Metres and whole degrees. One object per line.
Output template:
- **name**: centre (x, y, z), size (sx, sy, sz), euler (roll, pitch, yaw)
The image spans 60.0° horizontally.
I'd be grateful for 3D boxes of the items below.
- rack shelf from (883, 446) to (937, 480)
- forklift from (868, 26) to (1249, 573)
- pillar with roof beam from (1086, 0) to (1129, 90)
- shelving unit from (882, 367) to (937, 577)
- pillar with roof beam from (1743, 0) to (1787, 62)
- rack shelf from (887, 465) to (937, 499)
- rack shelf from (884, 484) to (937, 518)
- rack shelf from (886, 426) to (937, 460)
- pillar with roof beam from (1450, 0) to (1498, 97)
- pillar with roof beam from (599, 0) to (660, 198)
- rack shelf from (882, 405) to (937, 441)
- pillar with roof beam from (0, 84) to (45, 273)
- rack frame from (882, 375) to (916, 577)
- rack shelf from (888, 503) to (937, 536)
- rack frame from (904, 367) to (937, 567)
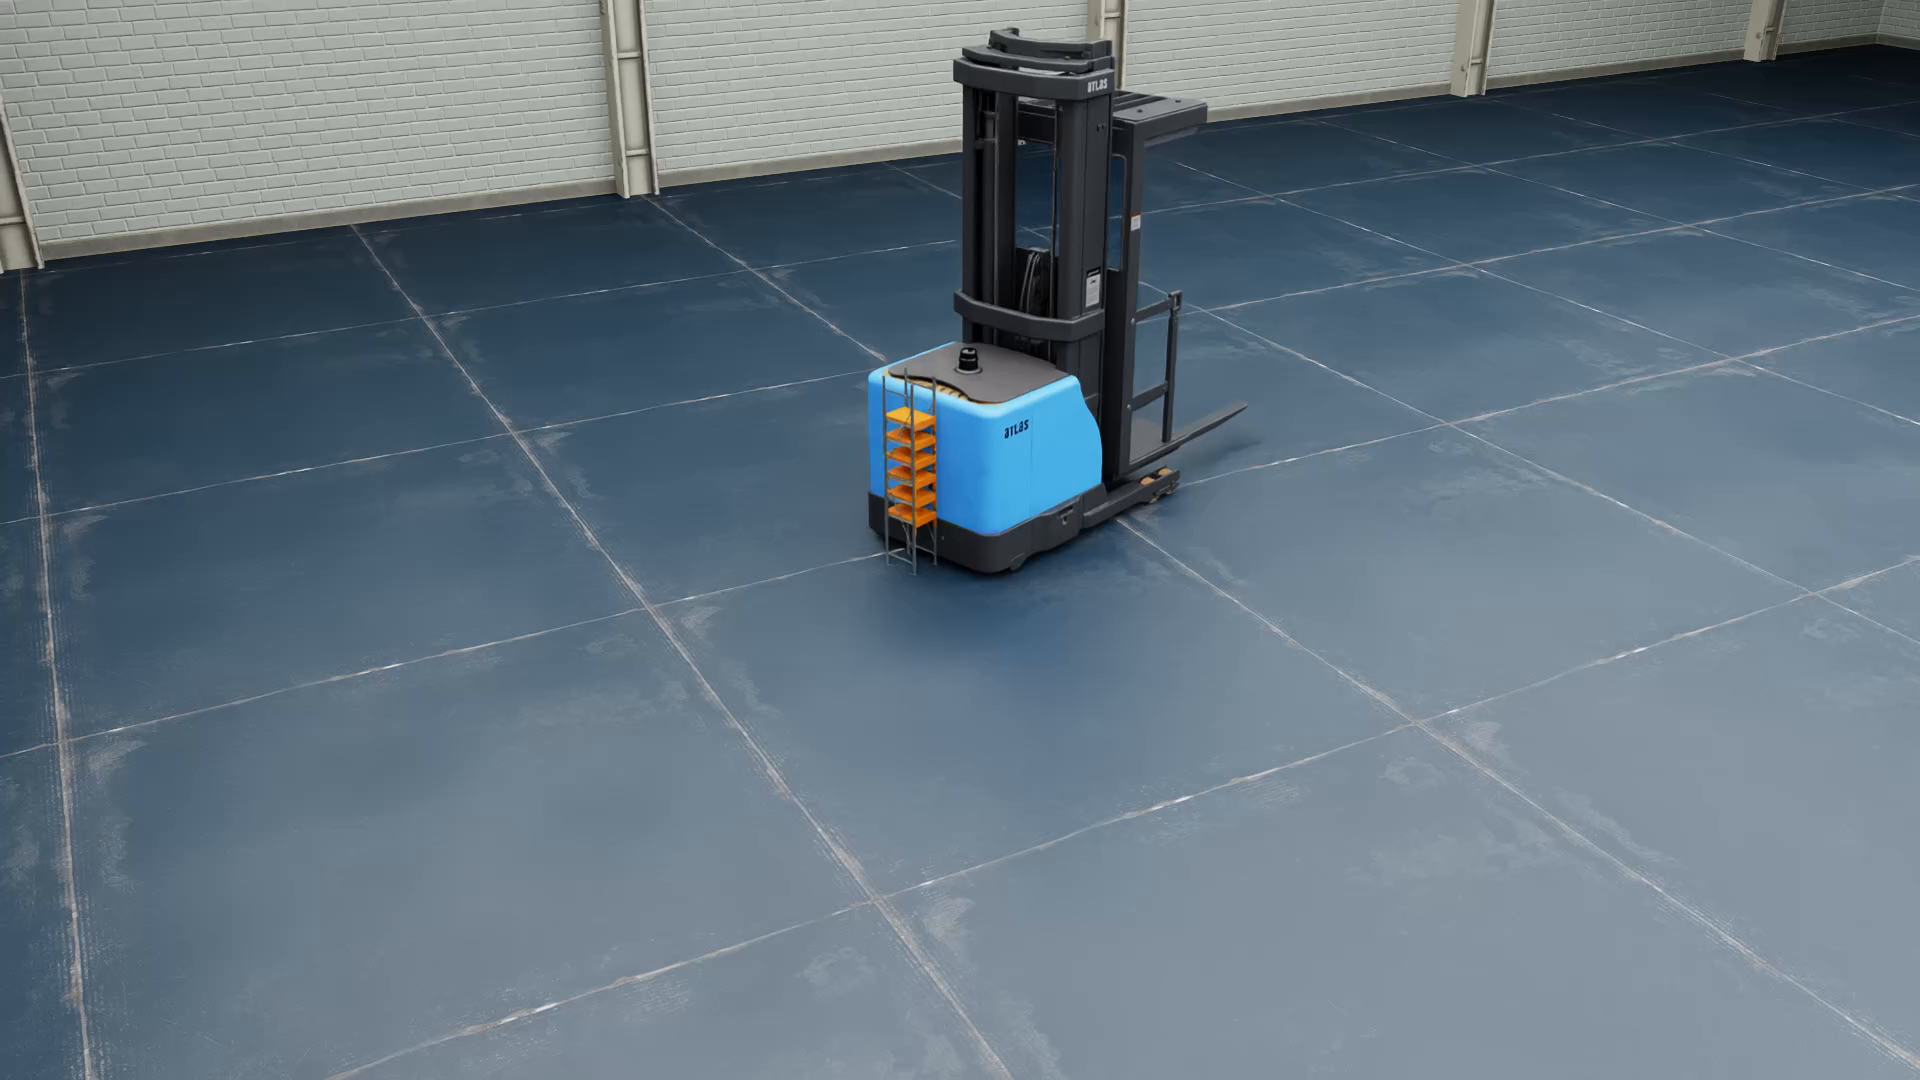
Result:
- **rack shelf**: centre (-0.290, -0.456, 9.639), size (0.258, 0.103, 0.180), euler (21, 33, 37)
- **forklift**: centre (0.789, -1.687, 10.377), size (1.130, 2.935, 3.031), euler (21, 33, 37)
- **pillar with roof beam**: centre (3.807, -7.418, 15.303), size (0.400, 9.000, 9.100), euler (-13, 29, -25)
- **shelving unit**: centre (-0.290, -0.388, 9.671), size (0.258, 1.200, 0.189), euler (21, 33, 37)
- **pillar with roof beam**: centre (14.396, -9.862, 20.393), size (0.400, 9.000, 9.100), euler (-13, 29, -25)
- **rack shelf**: centre (-0.290, -0.348, 9.691), size (0.258, 0.103, 0.180), euler (21, 33, 37)
- **rack shelf**: centre (-0.290, -0.240, 9.743), size (0.258, 0.103, 0.180), euler (21, 33, 37)
- **rack shelf**: centre (-0.290, -0.564, 9.587), size (0.258, 0.103, 0.180), euler (21, 33, 37)
- **pillar with roof beam**: centre (9.101, -8.640, 17.848), size (0.400, 9.000, 9.100), euler (-13, 29, -25)
- **pillar with roof beam**: centre (-1.487, -6.196, 12.758), size (0.400, 9.000, 9.100), euler (-13, 29, -25)
- **rack shelf**: centre (-0.290, -0.672, 9.535), size (0.258, 0.103, 0.180), euler (21, 33, 37)
- **pillar with roof beam**: centre (-6.781, -4.974, 10.213), size (0.400, 9.000, 9.100), euler (-13, 29, -25)
- **rack frame**: centre (-0.350, -0.358, 9.609), size (0.240, 1.200, 0.006), euler (21, 33, 37)
- **rack shelf**: centre (-0.290, -0.131, 9.794), size (0.258, 0.103, 0.180), euler (21, 33, 37)
- **rack frame**: centre (-0.229, -0.417, 9.733), size (0.240, 1.200, 0.006), euler (21, 33, 37)
